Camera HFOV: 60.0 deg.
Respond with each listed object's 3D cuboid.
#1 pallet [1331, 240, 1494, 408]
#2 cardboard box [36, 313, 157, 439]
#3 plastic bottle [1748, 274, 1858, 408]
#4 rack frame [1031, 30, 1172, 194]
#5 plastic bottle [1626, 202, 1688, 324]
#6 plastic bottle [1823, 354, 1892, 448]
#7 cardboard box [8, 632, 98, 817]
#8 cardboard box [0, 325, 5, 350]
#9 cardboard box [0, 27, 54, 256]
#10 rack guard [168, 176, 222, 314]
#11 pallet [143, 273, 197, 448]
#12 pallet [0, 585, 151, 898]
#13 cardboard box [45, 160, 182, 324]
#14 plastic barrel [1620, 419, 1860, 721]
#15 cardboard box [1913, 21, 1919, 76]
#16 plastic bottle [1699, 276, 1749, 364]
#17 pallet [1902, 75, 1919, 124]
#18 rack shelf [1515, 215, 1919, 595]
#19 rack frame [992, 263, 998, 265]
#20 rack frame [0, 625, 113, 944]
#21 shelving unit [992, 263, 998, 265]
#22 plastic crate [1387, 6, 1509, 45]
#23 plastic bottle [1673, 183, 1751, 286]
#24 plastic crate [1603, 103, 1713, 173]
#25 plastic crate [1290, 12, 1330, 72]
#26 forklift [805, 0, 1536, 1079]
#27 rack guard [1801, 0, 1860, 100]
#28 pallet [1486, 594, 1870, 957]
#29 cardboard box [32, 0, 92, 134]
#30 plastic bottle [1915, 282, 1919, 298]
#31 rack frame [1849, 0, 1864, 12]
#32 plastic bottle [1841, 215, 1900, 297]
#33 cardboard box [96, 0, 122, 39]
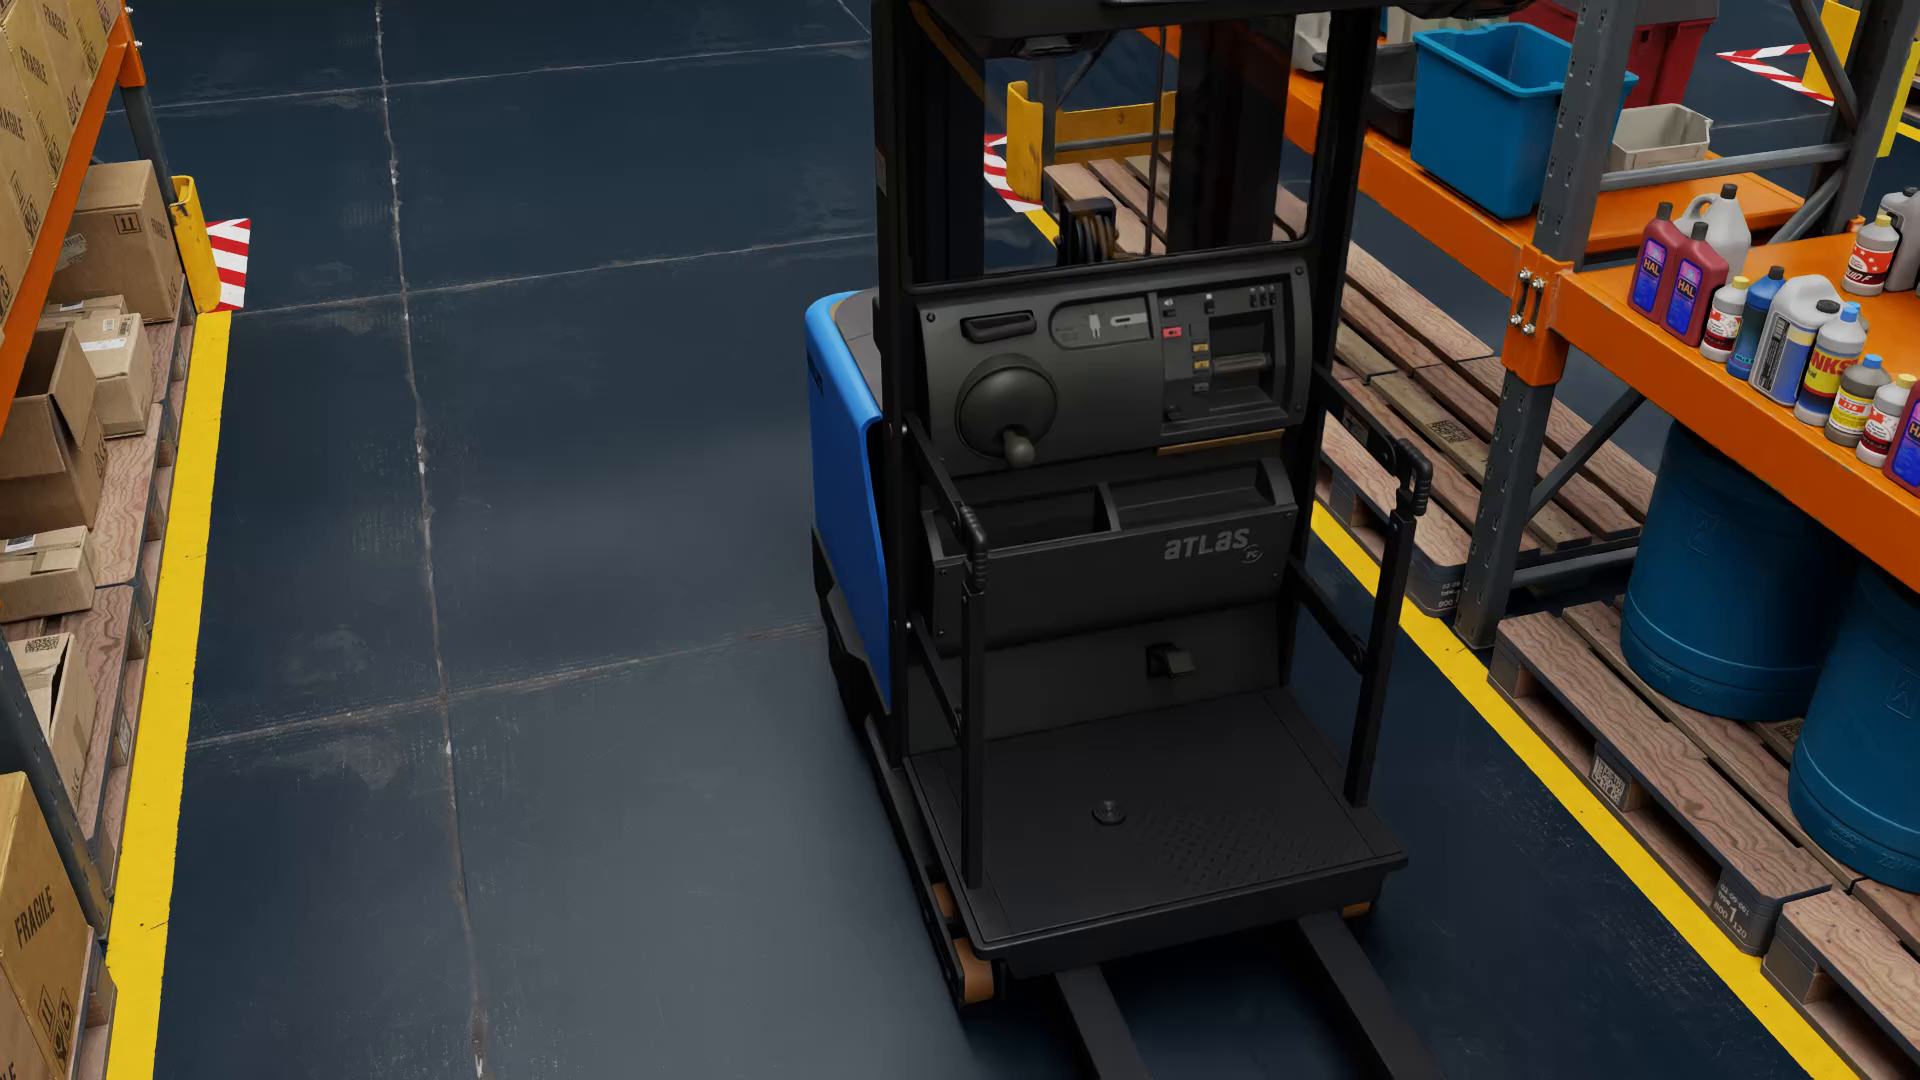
[{"bbox_3d":[1.429,-0.871,6.877,1.003,0.211,1.213,-10,35,-15],"label":"pallet"},{"bbox_3d":[-3.211,-0.571,5.988,0.500,0.250,0.500,-10,35,-15],"label":"cardboard box"},{"bbox_3d":[1.956,-0.462,3.841,0.152,0.276,0.135,-10,35,-15],"label":"plastic bottle"},{"bbox_3d":[0.846,-3.113,7.741,1.000,3.000,0.127,-10,35,-15],"label":"rack frame"},{"bbox_3d":[1.772,-0.700,4.195,0.061,0.283,0.133,-10,35,-15],"label":"plastic bottle"},{"bbox_3d":[1.995,-0.315,3.685,0.097,0.201,0.097,0,33,0],"label":"plastic bottle"},{"bbox_3d":[-2.574,0.499,4.313,0.500,0.311,0.500,-10,35,-15],"label":"cardboard box"},{"bbox_3d":[-2.548,-0.537,3.752,0.500,0.500,0.500,-9,35,-13],"label":"cardboard box"},{"bbox_3d":[-2.858,-1.069,4.556,0.500,0.500,0.500,-10,35,-15],"label":"cardboard box"},{"bbox_3d":[-3.849,-1.200,7.112,1.175,0.500,0.348,-10,35,-15],"label":"rack guard"},{"bbox_3d":[-3.605,-0.661,6.558,1.003,0.211,1.213,-10,35,-15],"label":"pallet"},{"bbox_3d":[-2.861,0.621,4.620,1.003,0.211,1.213,-10,35,-15],"label":"pallet"},{"bbox_3d":[-3.472,-1.179,6.682,0.500,0.500,0.500,-10,35,-15],"label":"cardboard box"},{"bbox_3d":[2.216,-0.025,4.589,0.600,0.901,0.708,-10,35,-15],"label":"plastic barrel"},{"bbox_3d":[5.834,-2.912,8.983,0.875,0.875,0.875,-10,35,-15],"label":"cardboard box"},{"bbox_3d":[1.865,-0.539,4.024,0.097,0.201,0.097,0,33,0],"label":"plastic bottle"},{"bbox_3d":[5.881,-2.376,9.155,1.003,0.211,1.213,-10,35,-15],"label":"pallet"},{"bbox_3d":[2.676,0.337,3.172,1.077,0.370,4.000,-10,35,-15],"label":"rack shelf"},{"bbox_3d":[0.021,-0.402,5.406,0.200,1.050,0.008,-10,35,-15],"label":"rack frame"},{"bbox_3d":[-2.652,-0.182,3.305,1.000,3.000,0.127,-10,35,-15],"label":"rack frame"},{"bbox_3d":[-0.016,-0.466,5.503,0.215,1.050,0.252,-10,35,-15],"label":"shelving unit"},{"bbox_3d":[1.776,-1.822,5.839,0.437,0.282,0.530,-10,35,-15],"label":"plastic crate"},{"bbox_3d":[1.877,-0.732,4.182,0.144,0.351,0.185,-10,35,-15],"label":"plastic bottle"},{"bbox_3d":[2.060,-1.197,5.025,0.396,0.136,0.243,-10,35,-15],"label":"plastic crate"},{"bbox_3d":[1.249,-1.792,5.926,0.293,0.136,0.466,-10,35,-15],"label":"plastic crate"},{"bbox_3d":[0.427,-0.341,3.607,1.130,2.935,3.031,-9,35,-13],"label":"forklift"},{"bbox_3d":[5.556,-2.916,9.709,1.175,0.500,0.348,-10,35,-15],"label":"rack guard"},{"bbox_3d":[2.262,0.562,4.708,1.003,0.211,1.213,-10,35,-15],"label":"pallet"},{"bbox_3d":[-3.168,-1.600,5.360,0.500,0.500,0.500,-10,35,-14],"label":"cardboard box"},{"bbox_3d":[2.556,-0.722,4.301,0.097,0.201,0.097,0,33,0],"label":"plastic bottle"},{"bbox_3d":[5.563,-3.946,9.001,1.000,3.000,0.127,-10,35,-15],"label":"rack frame"},{"bbox_3d":[2.381,-0.747,4.340,0.097,0.201,0.097,0,33,0],"label":"plastic bottle"},{"bbox_3d":[-3.476,-2.135,6.169,0.500,0.500,0.500,-9,35,-13],"label":"cardboard box"}]
